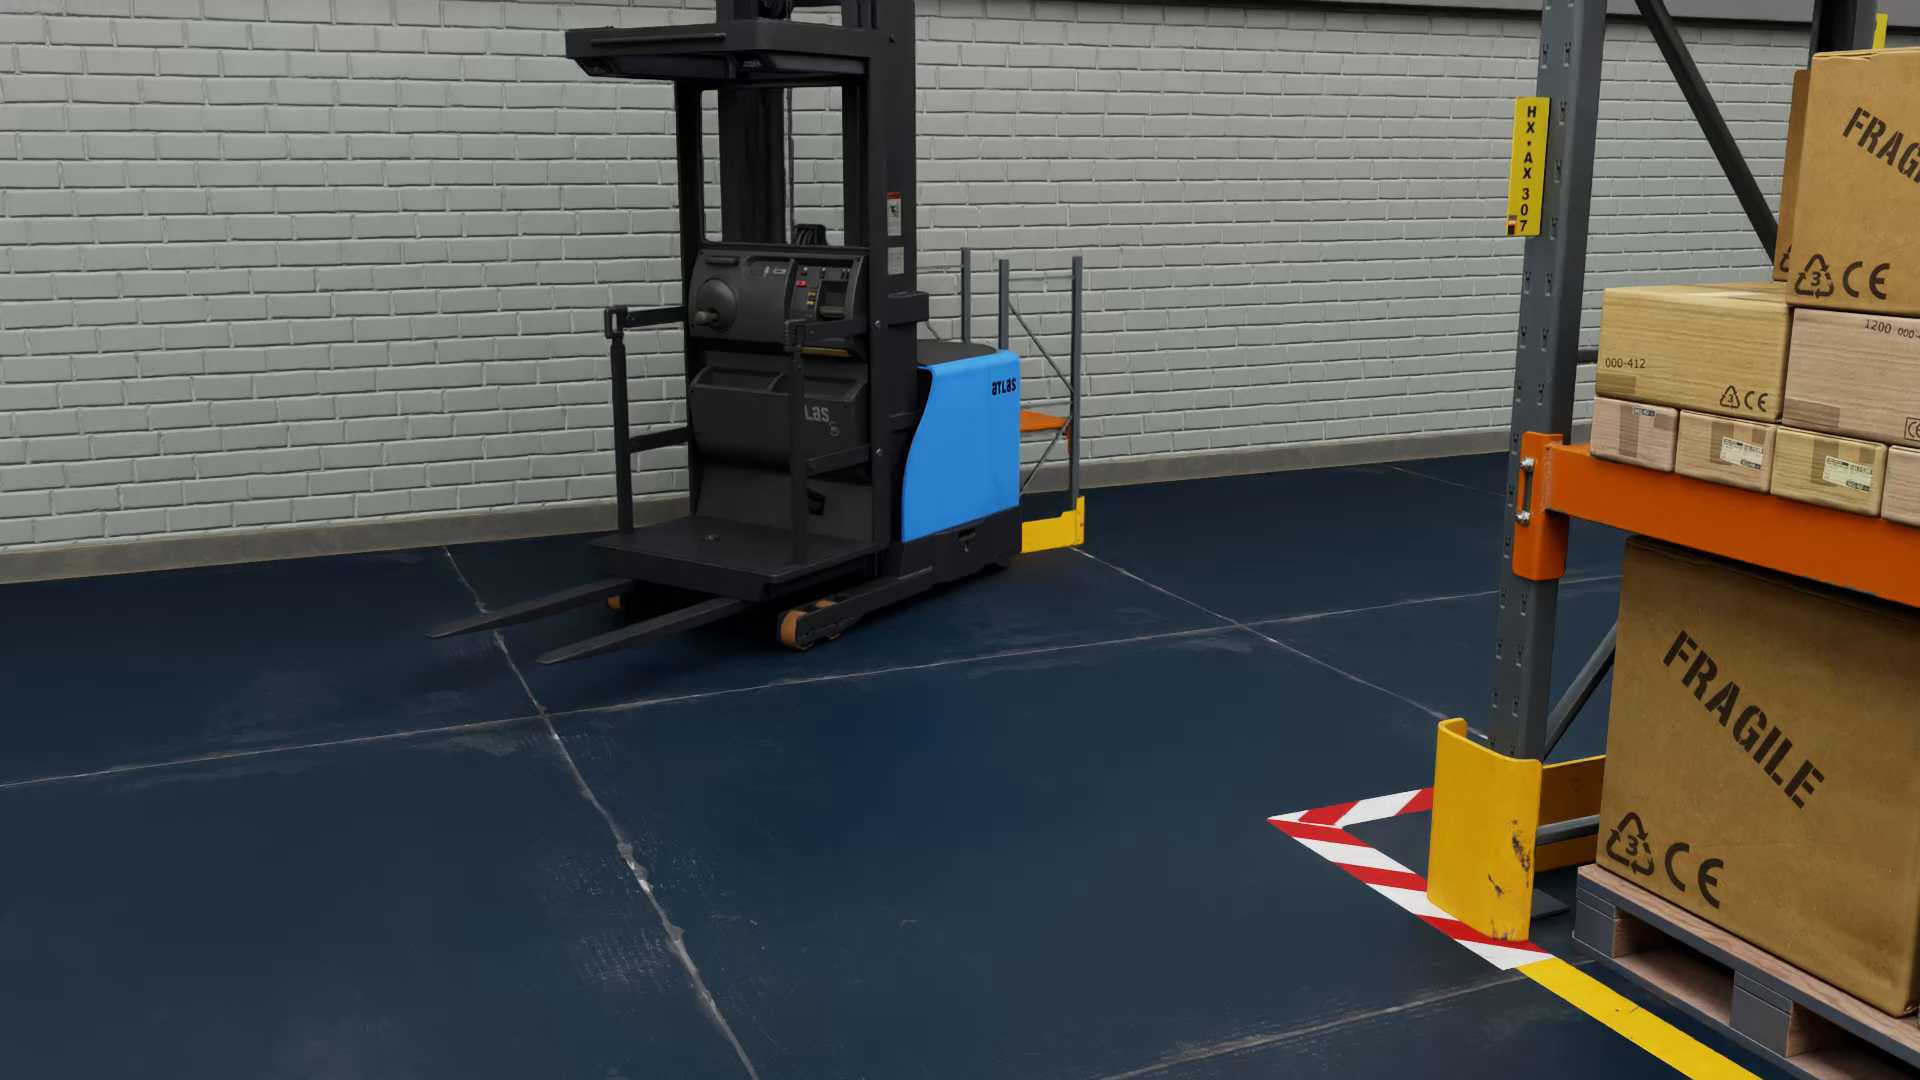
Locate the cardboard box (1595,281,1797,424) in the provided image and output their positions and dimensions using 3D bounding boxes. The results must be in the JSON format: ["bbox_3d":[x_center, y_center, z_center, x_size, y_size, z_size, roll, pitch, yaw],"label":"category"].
[{"bbox_3d":[1.828,-0.439,3.786,0.500,0.250,0.500,-6,14,-24],"label":"cardboard box"}]

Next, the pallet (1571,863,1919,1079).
[{"bbox_3d":[2.275,1.026,3.967,1.003,0.211,1.213,-6,14,-23],"label":"pallet"}]

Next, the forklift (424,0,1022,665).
[{"bbox_3d":[-0.925,-1.092,7.088,1.130,2.935,3.031,9,16,33],"label":"forklift"}]

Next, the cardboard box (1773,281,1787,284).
[{"bbox_3d":[2.320,-0.486,3.990,0.500,0.250,0.500,-6,14,-24],"label":"cardboard box"}]

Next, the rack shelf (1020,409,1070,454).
[{"bbox_3d":[0.125,-0.603,8.946,0.538,0.185,1.000,-9,16,-33],"label":"rack shelf"}]

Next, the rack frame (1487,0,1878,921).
[{"bbox_3d":[1.883,-0.490,4.336,1.000,3.000,0.127,-6,14,-23],"label":"rack frame"}]

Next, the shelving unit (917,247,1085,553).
[{"bbox_3d":[0.120,-0.780,8.912,0.587,1.500,1.083,-9,16,-33],"label":"shelving unit"}]

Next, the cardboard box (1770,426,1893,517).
[{"bbox_3d":[1.930,-0.159,3.462,0.380,0.149,0.250,-6,14,-24],"label":"cardboard box"}]

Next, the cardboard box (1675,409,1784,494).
[{"bbox_3d":[1.827,-0.212,3.690,0.380,0.149,0.250,-6,14,-24],"label":"cardboard box"}]

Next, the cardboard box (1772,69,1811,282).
[{"bbox_3d":[2.319,-0.851,3.903,0.500,0.500,0.500,-5,14,-22],"label":"cardboard box"}]

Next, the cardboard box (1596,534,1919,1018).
[{"bbox_3d":[2.213,0.465,3.988,0.875,0.875,0.875,-6,14,-23],"label":"cardboard box"}]

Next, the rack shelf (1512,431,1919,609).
[{"bbox_3d":[2.684,0.273,2.632,1.077,0.370,4.000,-6,14,-23],"label":"rack shelf"}]

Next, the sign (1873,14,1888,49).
[{"bbox_3d":[2.386,-1.216,4.378,0.100,0.325,0.005,-6,14,-23],"label":"sign"}]

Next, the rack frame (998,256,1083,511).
[{"bbox_3d":[0.407,-0.683,8.493,0.500,1.500,0.032,-9,16,-33],"label":"rack frame"}]

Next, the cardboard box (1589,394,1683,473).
[{"bbox_3d":[1.723,-0.265,3.919,0.380,0.149,0.250,-5,14,-22],"label":"cardboard box"}]

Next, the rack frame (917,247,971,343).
[{"bbox_3d":[-0.157,-0.873,9.317,0.500,1.500,0.032,-9,16,-33],"label":"rack frame"}]

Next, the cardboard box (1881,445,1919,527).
[{"bbox_3d":[2.035,-0.105,3.230,0.380,0.149,0.250,-6,14,-24],"label":"cardboard box"}]

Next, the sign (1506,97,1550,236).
[{"bbox_3d":[1.372,-0.902,4.018,0.100,0.325,0.005,-6,14,-23],"label":"sign"}]

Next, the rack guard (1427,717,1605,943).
[{"bbox_3d":[1.873,0.722,4.639,1.175,0.500,0.348,-6,14,-23],"label":"rack guard"}]

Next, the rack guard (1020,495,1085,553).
[{"bbox_3d":[0.396,-0.077,8.650,0.587,0.250,0.087,-9,16,-33],"label":"rack guard"}]

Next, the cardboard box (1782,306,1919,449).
[{"bbox_3d":[2.042,-0.332,3.324,0.500,0.250,0.500,-6,14,-24],"label":"cardboard box"}]

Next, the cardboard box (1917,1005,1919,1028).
[{"bbox_3d":[2.577,0.653,3.176,0.875,0.875,0.875,-6,14,-23],"label":"cardboard box"}]

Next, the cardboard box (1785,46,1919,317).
[{"bbox_3d":[2.028,-0.701,3.255,0.500,0.500,0.500,-6,14,-24],"label":"cardboard box"}]
